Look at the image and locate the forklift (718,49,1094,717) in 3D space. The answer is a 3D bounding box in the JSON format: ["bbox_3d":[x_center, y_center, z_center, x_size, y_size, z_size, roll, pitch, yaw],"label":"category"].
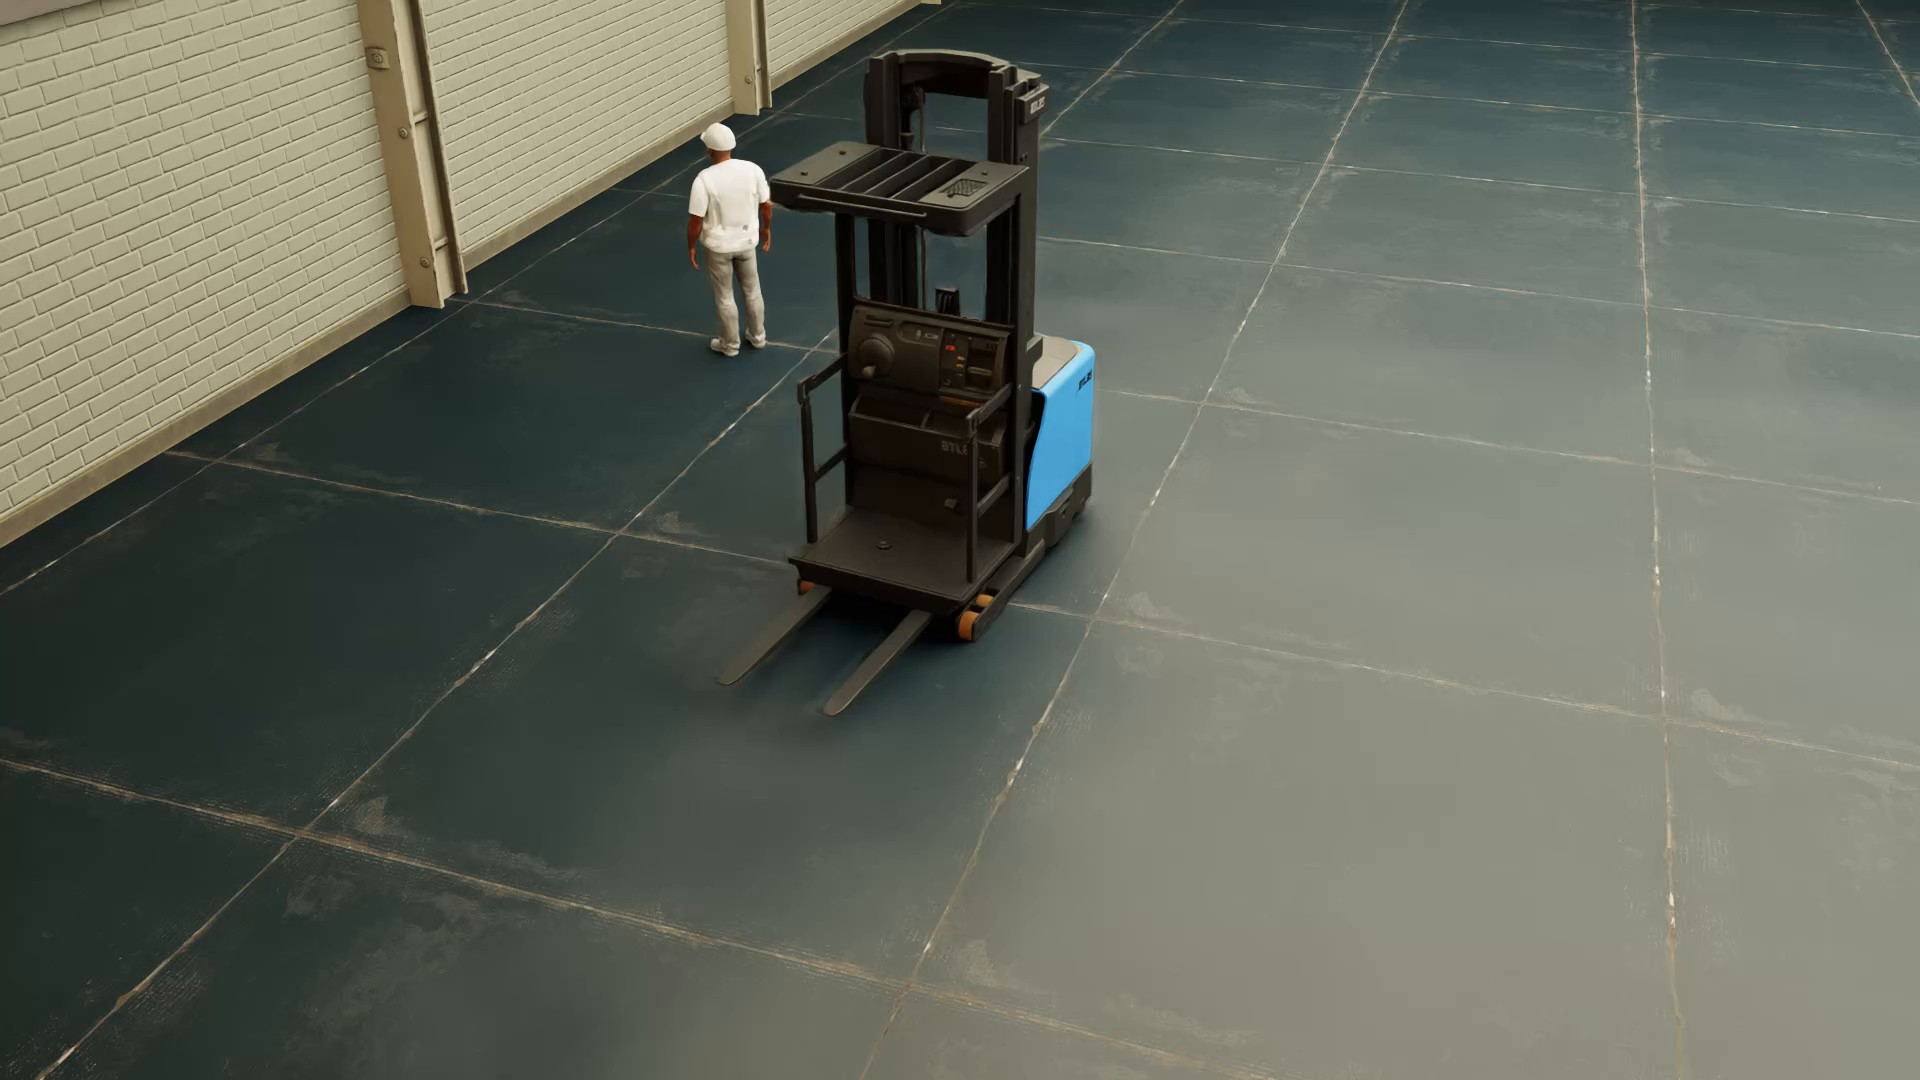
[{"bbox_3d":[-0.270,-0.966,8.830,1.130,2.935,3.031,13,32,22],"label":"forklift"}]

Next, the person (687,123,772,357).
[{"bbox_3d":[-1.701,-2.201,12.170,0.654,1.771,0.543,-15,33,-25],"label":"person"}]
